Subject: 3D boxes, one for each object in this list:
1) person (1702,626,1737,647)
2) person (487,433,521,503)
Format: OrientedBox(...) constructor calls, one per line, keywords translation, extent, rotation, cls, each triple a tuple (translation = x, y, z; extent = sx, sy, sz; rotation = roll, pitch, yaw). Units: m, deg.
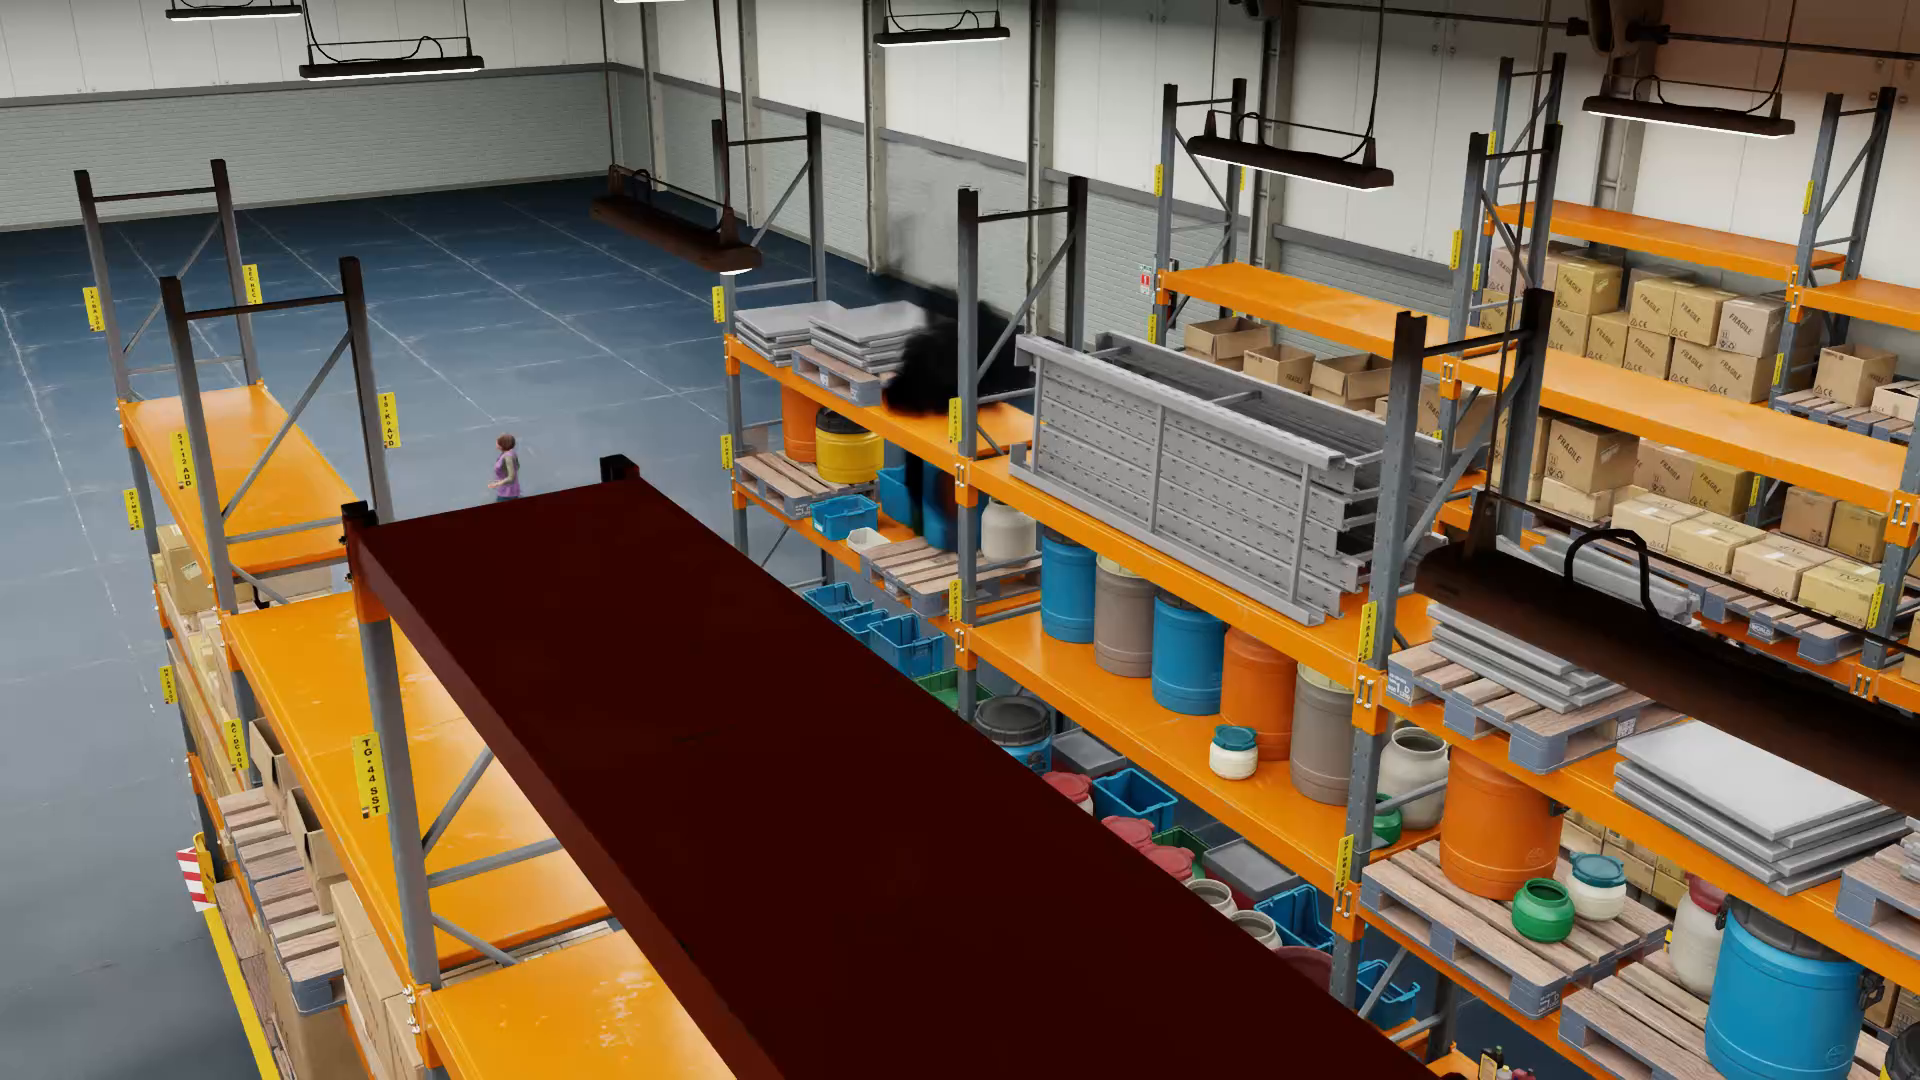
OrientedBox(translation=(6.986, 1.378, 15.768), extent=(0.565, 1.624, 0.545), rotation=(-16, 27, -35), cls="person")
OrientedBox(translation=(-5.598, -0.601, 20.805), extent=(0.637, 1.551, 0.540), rotation=(-5, 22, -12), cls="person")
